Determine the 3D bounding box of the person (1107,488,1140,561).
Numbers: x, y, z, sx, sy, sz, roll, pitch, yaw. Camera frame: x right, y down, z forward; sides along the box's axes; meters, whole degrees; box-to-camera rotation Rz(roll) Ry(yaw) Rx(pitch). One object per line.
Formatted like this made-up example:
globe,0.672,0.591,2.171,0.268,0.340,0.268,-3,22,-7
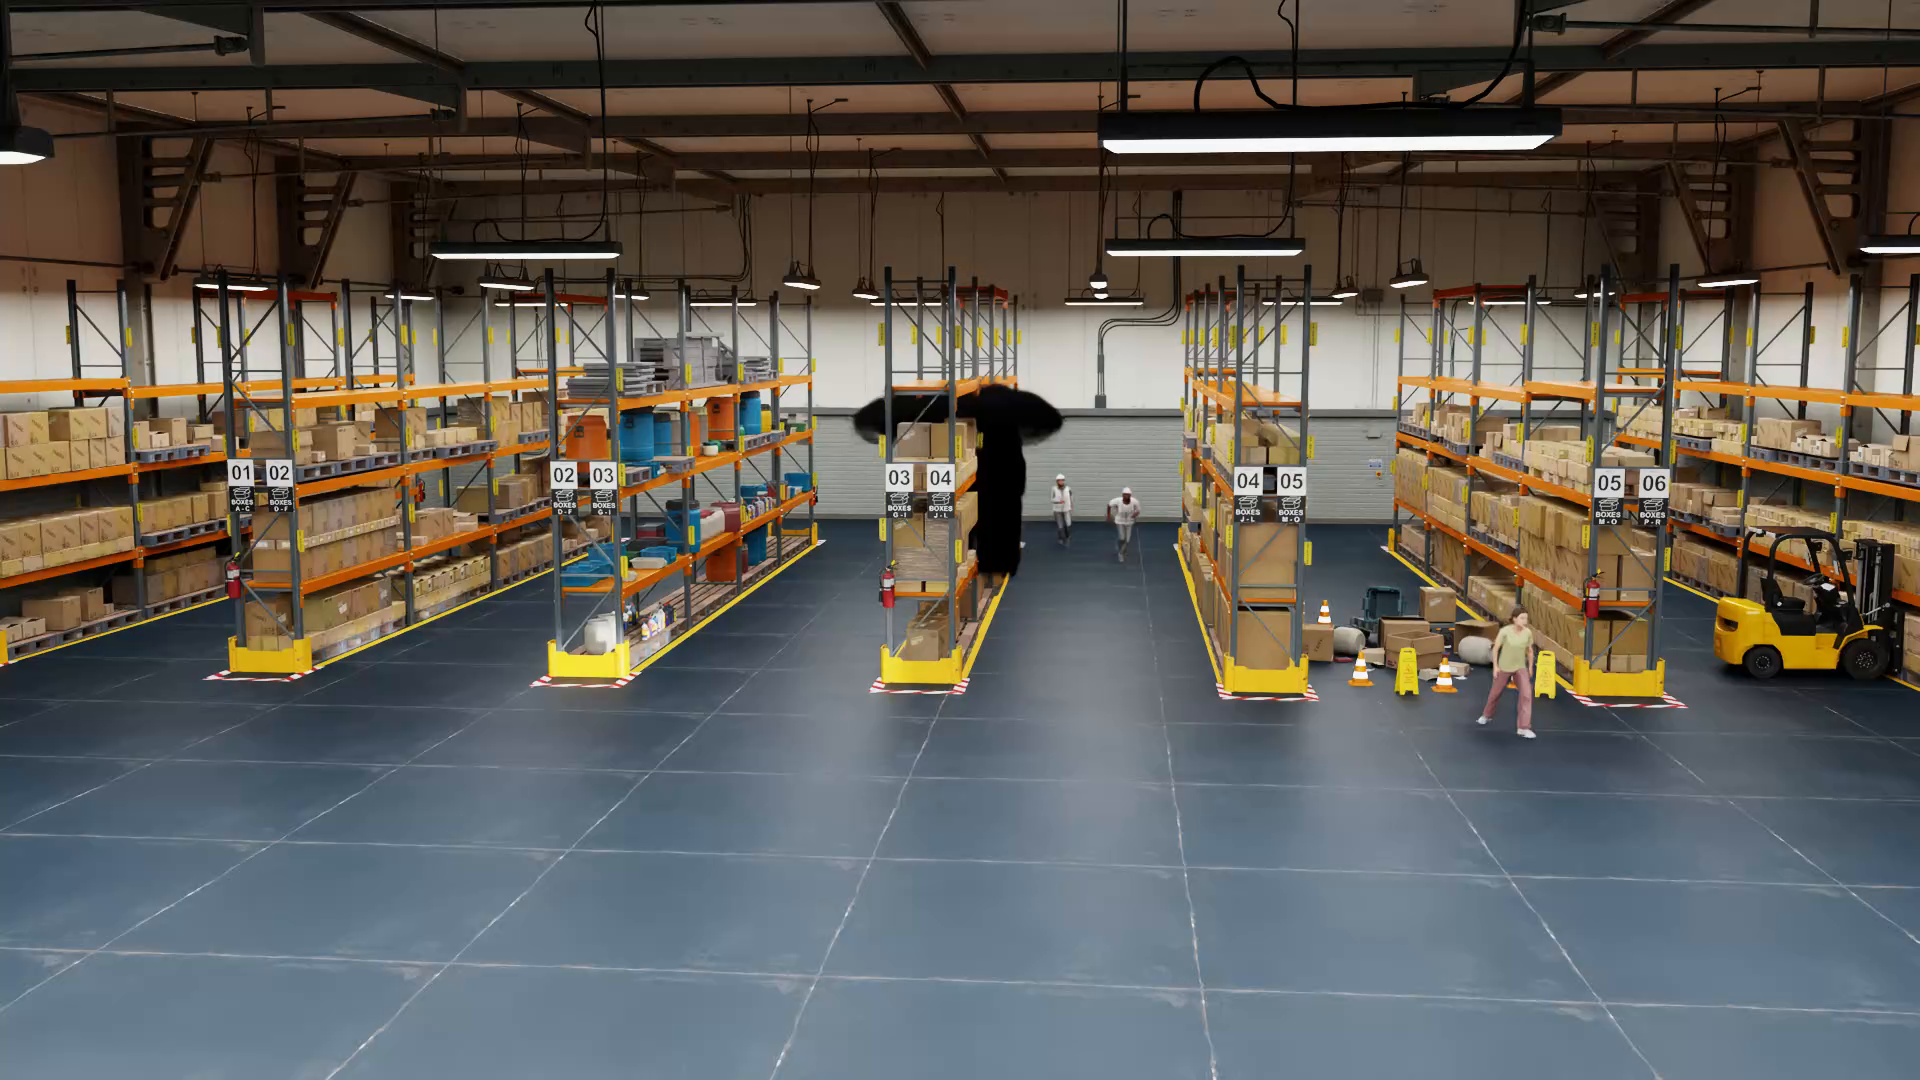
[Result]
person,3.681,-0.341,37.203,0.682,1.681,0.714,-1,7,-11

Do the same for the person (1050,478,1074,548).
person,2.444,-0.665,39.817,0.606,1.734,0.688,0,7,-2

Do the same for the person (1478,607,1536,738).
person,7.012,1.636,21.163,0.615,1.618,0.920,0,7,-3
